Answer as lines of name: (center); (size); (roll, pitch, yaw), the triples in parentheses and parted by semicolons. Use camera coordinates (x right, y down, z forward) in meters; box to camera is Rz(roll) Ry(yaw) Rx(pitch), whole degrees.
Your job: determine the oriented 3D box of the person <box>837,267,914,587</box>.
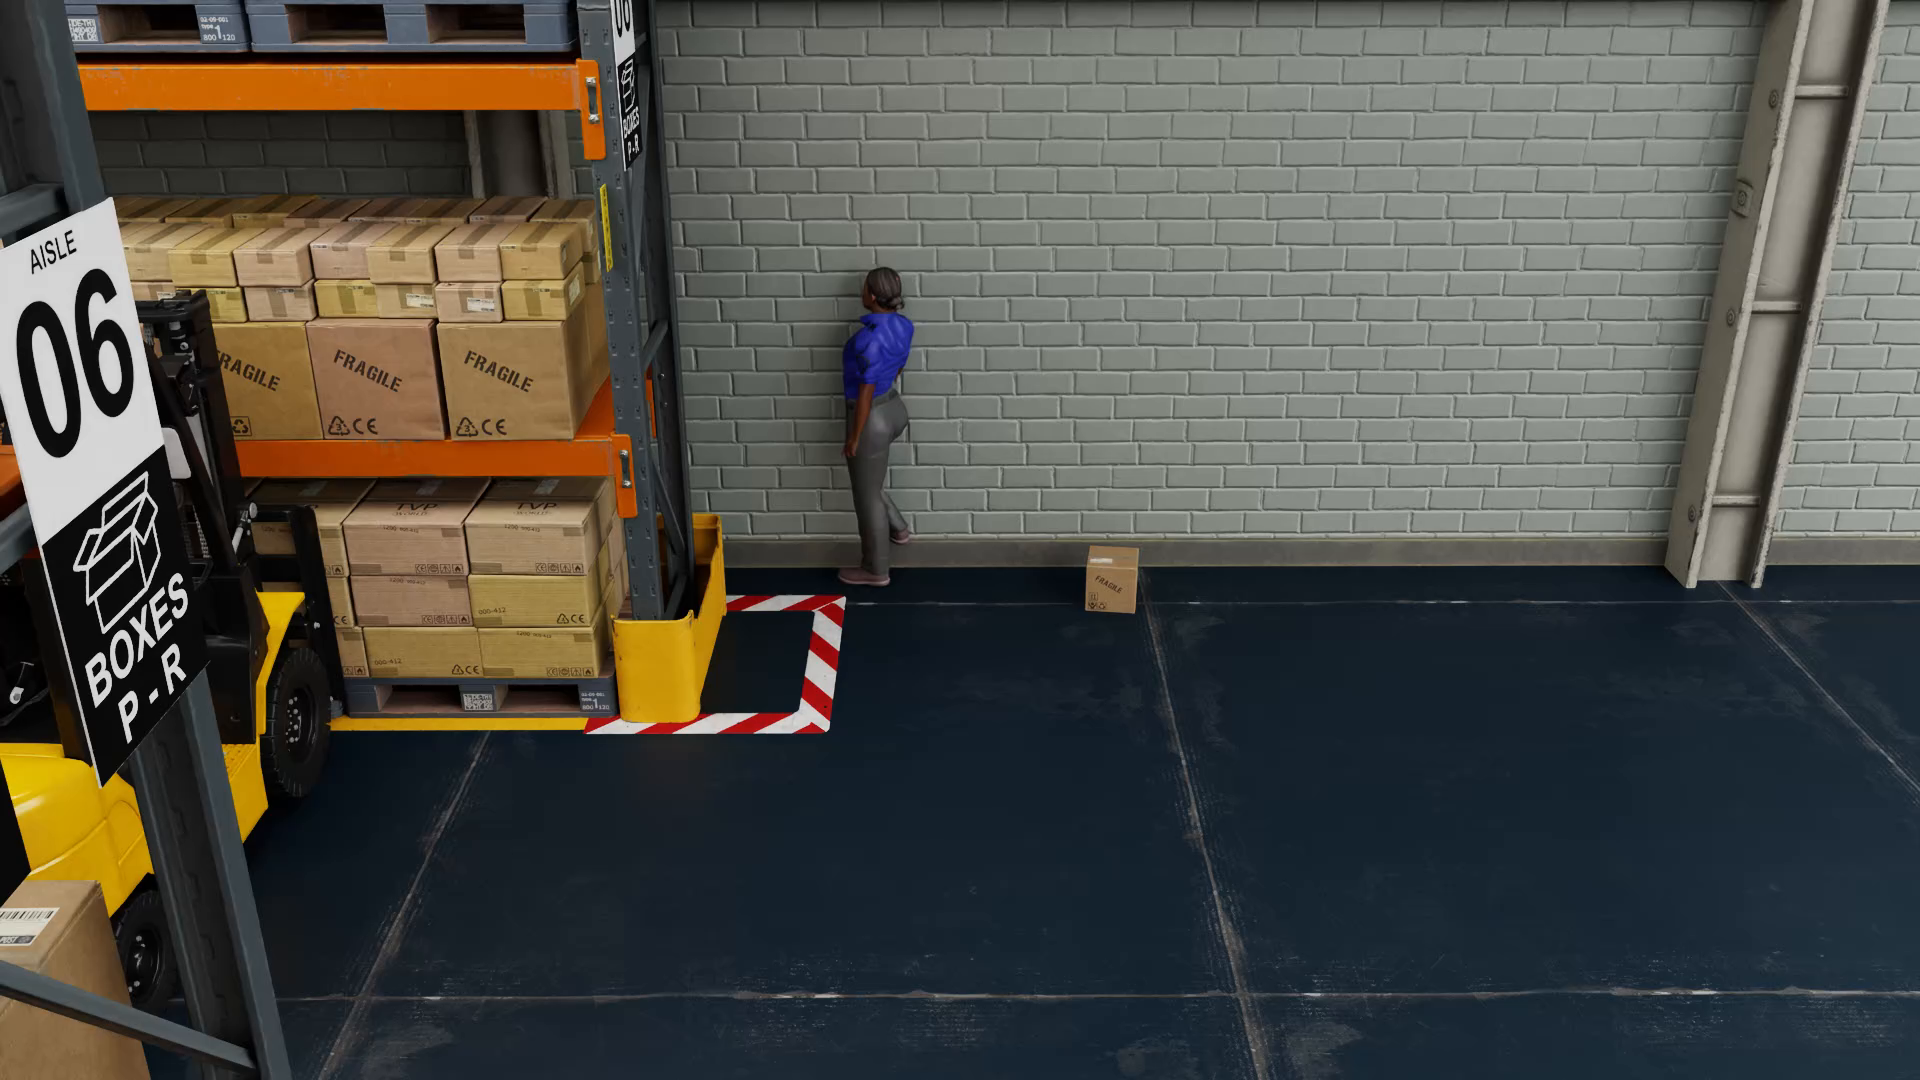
person: (-0.472, -0.584, 8.405); (0.478, 1.654, 0.440); (13, 27, 26)
